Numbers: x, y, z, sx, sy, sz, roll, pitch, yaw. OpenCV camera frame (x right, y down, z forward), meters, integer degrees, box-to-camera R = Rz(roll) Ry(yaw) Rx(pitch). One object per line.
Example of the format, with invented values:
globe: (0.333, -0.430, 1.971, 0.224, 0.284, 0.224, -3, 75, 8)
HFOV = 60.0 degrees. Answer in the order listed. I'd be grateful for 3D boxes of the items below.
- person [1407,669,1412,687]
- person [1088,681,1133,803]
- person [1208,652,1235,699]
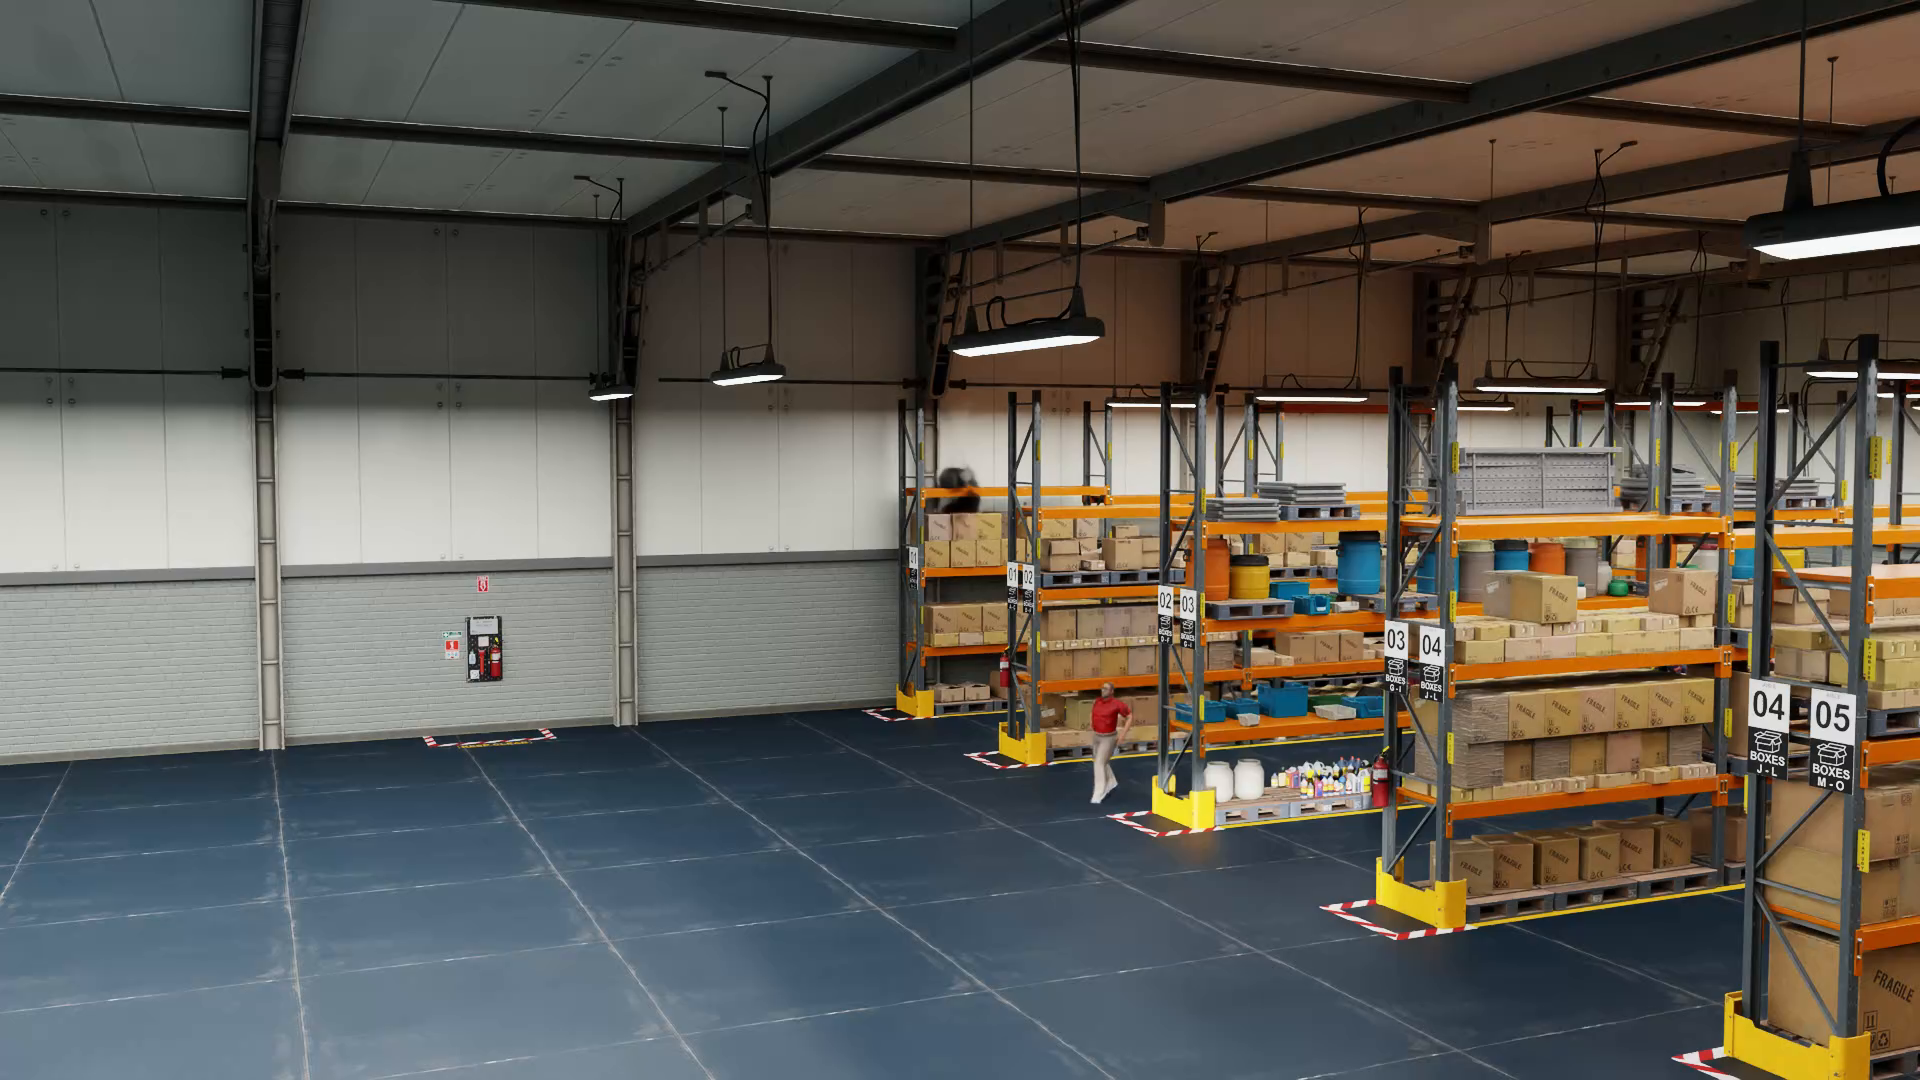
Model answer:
person: (8.834, 2.451, 32.717, 0.728, 1.617, 0.562, -2, 4, -29)
person: (2.142, 2.931, 23.986, 0.714, 1.809, 0.724, -3, 4, -38)
person: (4.808, 2.518, 30.915, 0.875, 1.694, 0.677, -2, 4, -27)
